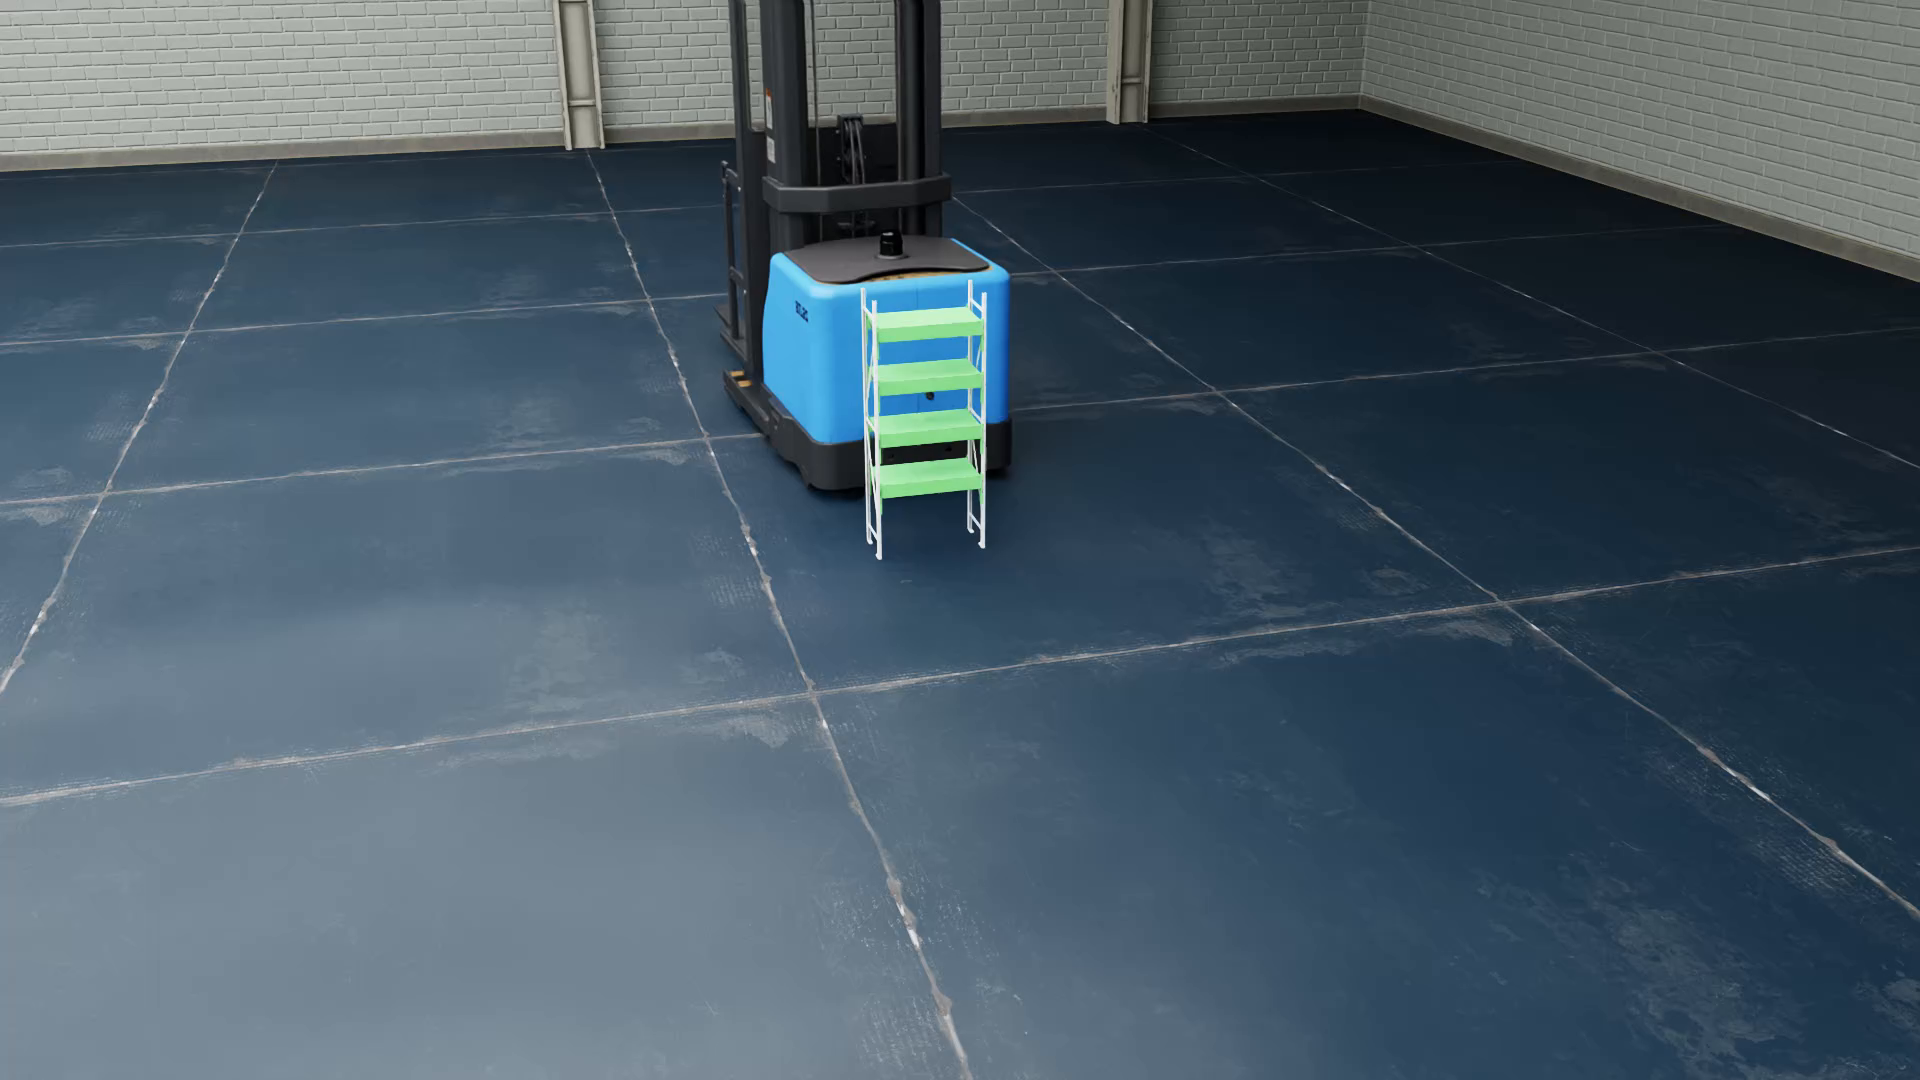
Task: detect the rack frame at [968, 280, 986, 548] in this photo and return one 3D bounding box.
[{"bbox_3d":[0.076,-0.560,7.533,0.015,1.200,0.240,-6,24,-14],"label":"rack frame"}]

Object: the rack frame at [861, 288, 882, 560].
[{"bbox_3d":[-0.394,-0.508,7.412,0.015,1.200,0.240,-6,24,-14],"label":"rack frame"}]

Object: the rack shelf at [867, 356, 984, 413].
[{"bbox_3d":[-0.159,-0.696,7.403,0.480,0.148,0.258,-6,24,-14],"label":"rack shelf"}]

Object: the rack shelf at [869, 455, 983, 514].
[{"bbox_3d":[-0.159,-0.254,7.592,0.480,0.148,0.258,-6,24,-14],"label":"rack shelf"}]

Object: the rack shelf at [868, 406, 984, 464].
[{"bbox_3d":[-0.159,-0.475,7.498,0.480,0.148,0.258,-6,24,-14],"label":"rack shelf"}]

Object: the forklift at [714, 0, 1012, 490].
[{"bbox_3d":[-0.731,-2.143,9.027,1.130,2.935,3.031,-8,25,-19],"label":"forklift"}]

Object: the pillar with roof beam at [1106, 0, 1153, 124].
[{"bbox_3d":[3.044,-7.229,13.185,0.400,9.000,9.100,-6,24,-14],"label":"pillar with roof beam"}]

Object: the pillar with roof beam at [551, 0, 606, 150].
[{"bbox_3d":[-2.733,-6.590,11.695,0.400,9.000,9.100,-6,24,-14],"label":"pillar with roof beam"}]

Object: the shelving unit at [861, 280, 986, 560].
[{"bbox_3d":[-0.159,-0.534,7.472,0.503,1.200,0.258,-6,24,-14],"label":"shelving unit"}]

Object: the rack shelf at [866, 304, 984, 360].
[{"bbox_3d":[-0.159,-0.916,7.308,0.480,0.148,0.258,-6,24,-14],"label":"rack shelf"}]
